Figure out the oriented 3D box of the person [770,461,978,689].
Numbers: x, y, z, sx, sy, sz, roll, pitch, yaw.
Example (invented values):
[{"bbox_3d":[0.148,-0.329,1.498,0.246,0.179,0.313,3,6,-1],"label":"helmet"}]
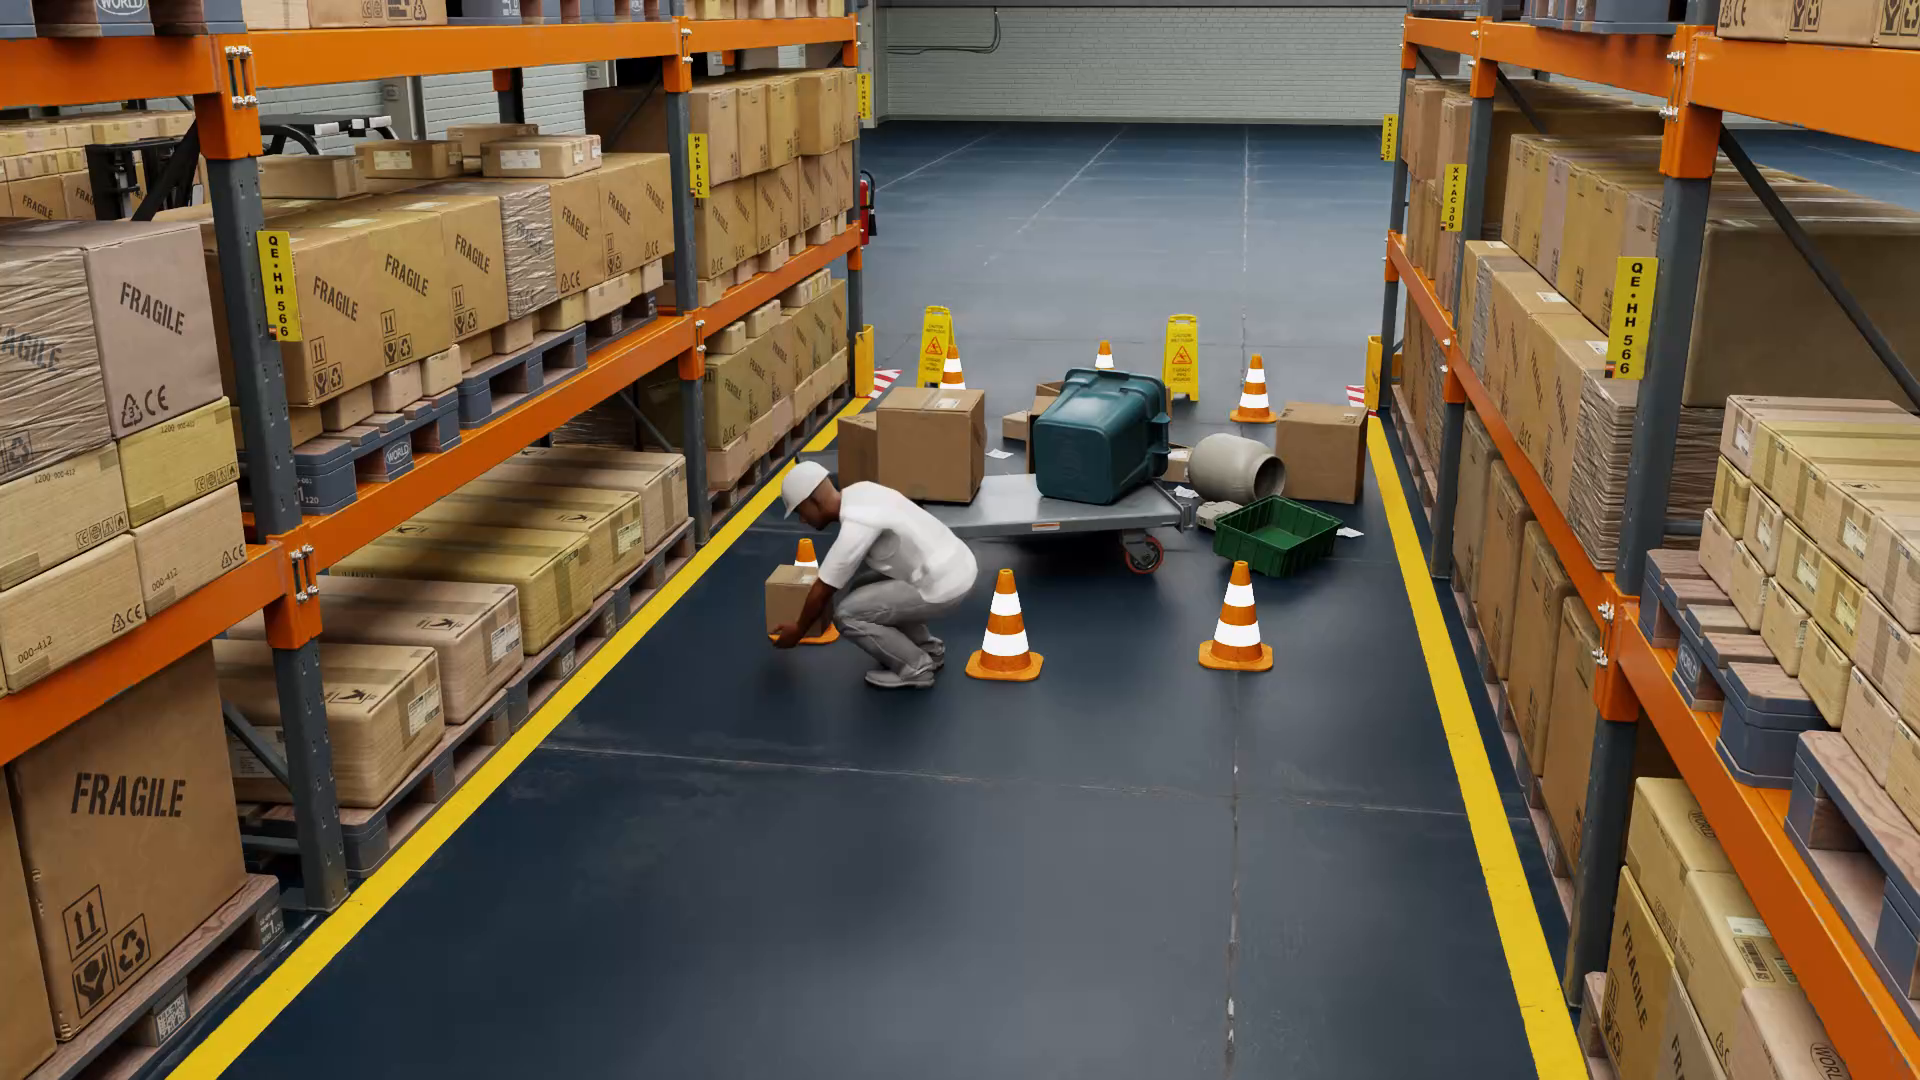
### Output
[{"bbox_3d":[-0.382,0.139,7.352,0.900,0.997,0.585,3,18,9],"label":"person"}]
